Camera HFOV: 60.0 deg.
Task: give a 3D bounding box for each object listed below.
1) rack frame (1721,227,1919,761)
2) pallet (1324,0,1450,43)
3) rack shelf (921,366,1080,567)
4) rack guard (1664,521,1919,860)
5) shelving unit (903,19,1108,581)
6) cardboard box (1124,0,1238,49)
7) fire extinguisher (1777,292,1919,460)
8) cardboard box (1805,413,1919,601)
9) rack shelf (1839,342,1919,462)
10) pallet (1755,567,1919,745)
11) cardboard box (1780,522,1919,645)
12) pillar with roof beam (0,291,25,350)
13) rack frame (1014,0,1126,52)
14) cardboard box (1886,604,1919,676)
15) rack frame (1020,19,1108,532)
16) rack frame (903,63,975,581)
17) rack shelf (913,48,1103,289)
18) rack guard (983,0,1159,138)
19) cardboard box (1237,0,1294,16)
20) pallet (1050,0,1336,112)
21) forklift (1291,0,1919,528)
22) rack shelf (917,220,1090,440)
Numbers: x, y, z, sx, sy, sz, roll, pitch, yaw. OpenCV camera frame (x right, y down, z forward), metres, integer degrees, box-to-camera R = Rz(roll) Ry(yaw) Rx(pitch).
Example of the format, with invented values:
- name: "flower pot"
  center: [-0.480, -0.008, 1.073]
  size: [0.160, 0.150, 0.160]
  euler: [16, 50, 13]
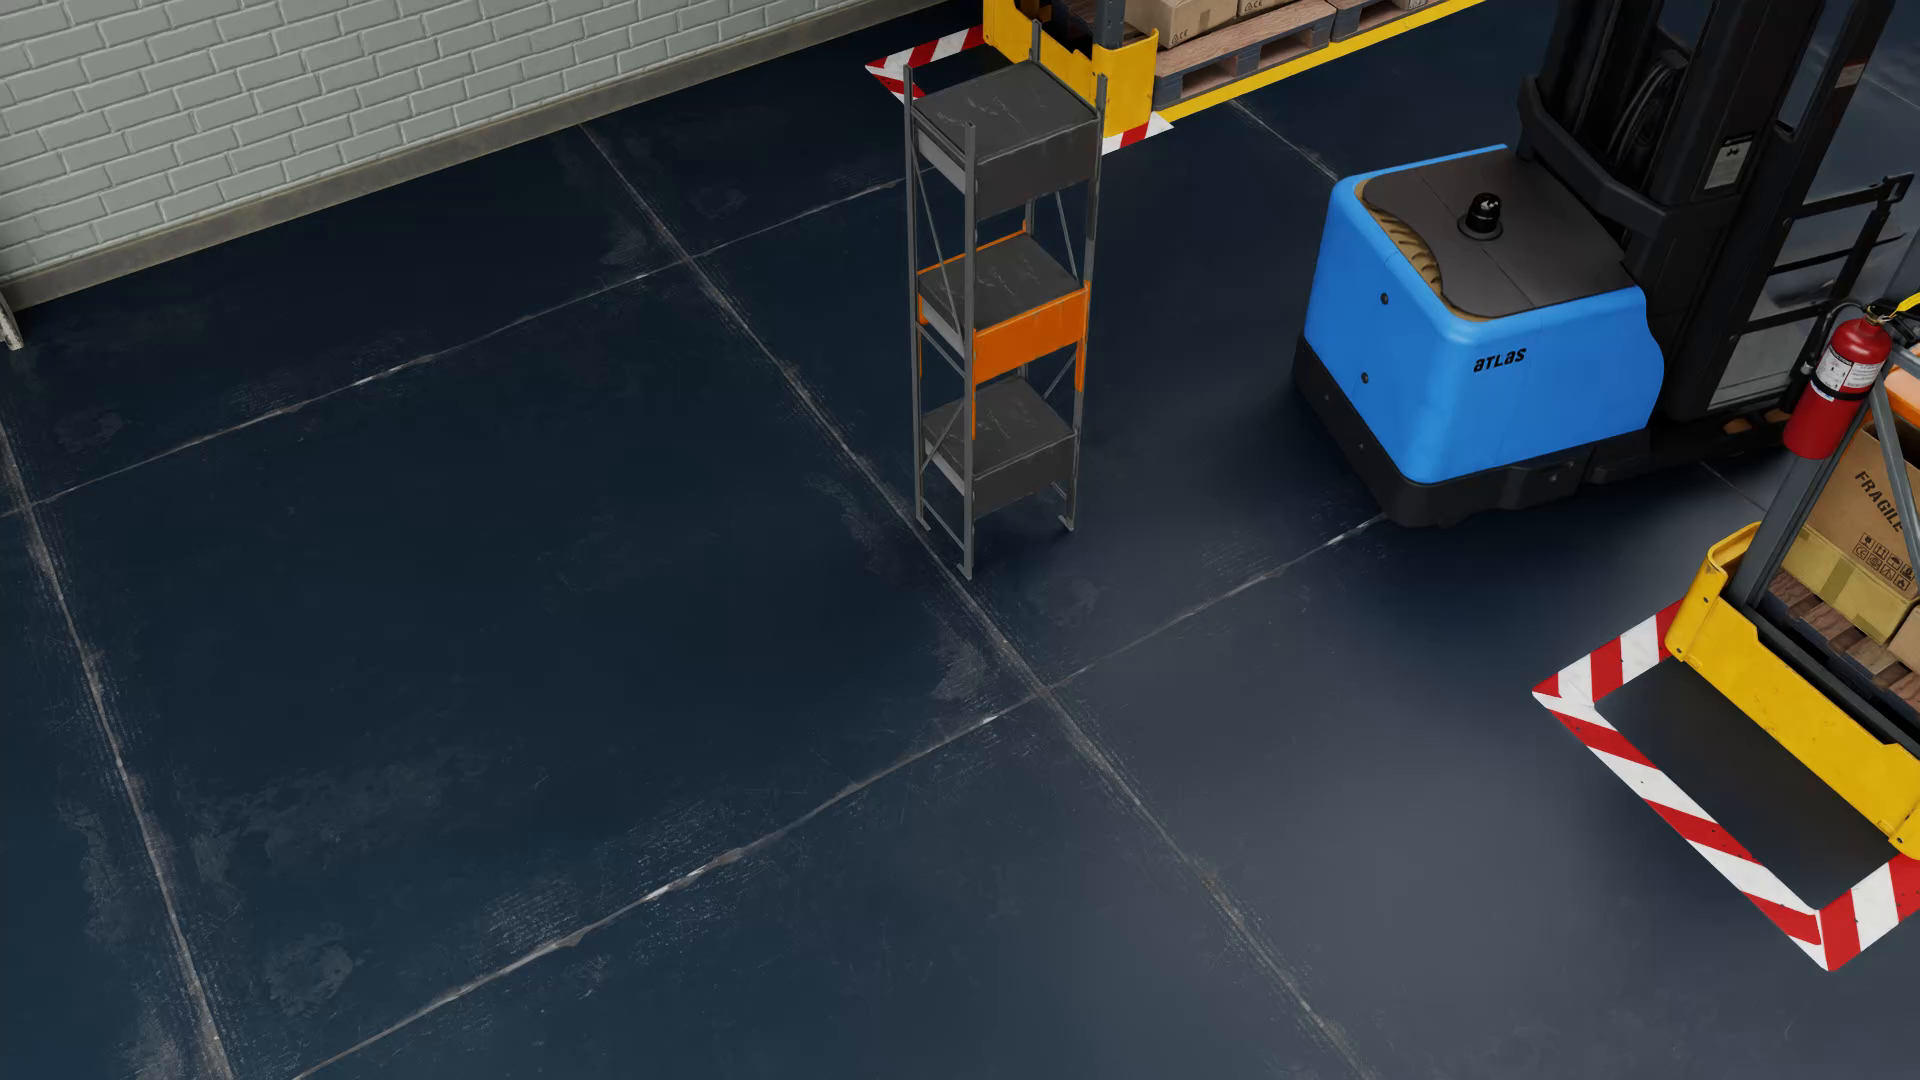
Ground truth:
- name: "rack frame"
  center: [3.139, -0.324, 4.975]
  size: [0.127, 3.000, 1.000]
  euler: [-25, 53, -21]
- name: "pallet"
  center: [2.294, -3.339, 9.527]
  size: [1.213, 0.211, 1.003]
  euler: [-25, 53, -21]
- name: "rack shelf"
  center: [0.140, -0.290, 6.503]
  size: [0.480, 0.518, 0.431]
  euler: [-25, 53, -21]
- name: "rack guard"
  center: [3.119, 0.517, 5.900]
  size: [0.348, 0.500, 1.175]
  euler: [-25, 53, -21]
- name: "shelving unit"
  center: [0.140, -0.764, 5.970]
  size: [0.503, 2.100, 0.431]
  euler: [-25, 53, -21]
- name: "cardboard box"
  center: [1.126, -2.922, 8.795]
  size: [0.500, 0.311, 0.500]
  euler: [-31, 55, -25]
- name: "fire extinguisher"
  center: [2.791, -0.545, 5.224]
  size: [0.183, 0.674, 0.296]
  euler: [-25, 53, -21]
- name: "cardboard box"
  center: [3.434, -0.200, 5.923]
  size: [0.500, 0.500, 0.500]
  euler: [-25, 53, -21]
- name: "rack shelf"
  center: [4.831, -0.882, 5.954]
  size: [4.000, 0.370, 1.077]
  euler: [-25, 53, -21]
- name: "pallet"
  center: [3.764, 0.272, 6.312]
  size: [1.213, 0.211, 1.003]
  euler: [-25, 53, -21]
- name: "cardboard box"
  center: [3.435, 0.050, 6.202]
  size: [0.500, 0.250, 0.500]
  euler: [-25, 53, -21]
- name: "pillar with roof beam"
  center: [-2.154, -1.162, 1.704]
  size: [0.400, 9.000, 9.100]
  euler: [-25, 53, -21]
- name: "rack frame"
  center: [0.493, -3.451, 7.760]
  size: [0.127, 3.000, 1.000]
  euler: [-25, 53, -21]
- name: "cardboard box"
  center: [3.712, 0.377, 5.911]
  size: [0.500, 0.250, 0.500]
  euler: [-25, 53, -21]
- name: "rack frame"
  center: [0.346, -0.861, 6.056]
  size: [0.015, 2.100, 0.400]
  euler: [-25, 53, -21]
- name: "rack frame"
  center: [-0.066, -0.667, 5.883]
  size: [0.015, 2.100, 0.400]
  euler: [-25, 53, -21]
- name: "rack shelf"
  center: [0.140, -1.221, 5.457]
  size: [0.480, 0.518, 0.431]
  euler: [-25, 53, -21]
- name: "rack guard"
  center: [0.557, -2.650, 8.721]
  size: [0.348, 0.500, 1.175]
  euler: [-25, 53, -21]
- name: "cardboard box"
  center: [1.608, -3.150, 8.997]
  size: [0.500, 0.311, 0.500]
  euler: [-21, 52, -18]
- name: "pallet"
  center: [1.263, -2.856, 9.097]
  size: [1.213, 0.211, 1.003]
  euler: [-25, 53, -21]
- name: "forklift"
  center: [3.017, -1.687, 6.235]
  size: [3.031, 2.935, 1.130]
  euler: [-14, 50, -12]
- name: "rack shelf"
  center: [0.140, -0.755, 5.980]
  size: [0.480, 0.518, 0.431]
  euler: [-25, 53, -21]
